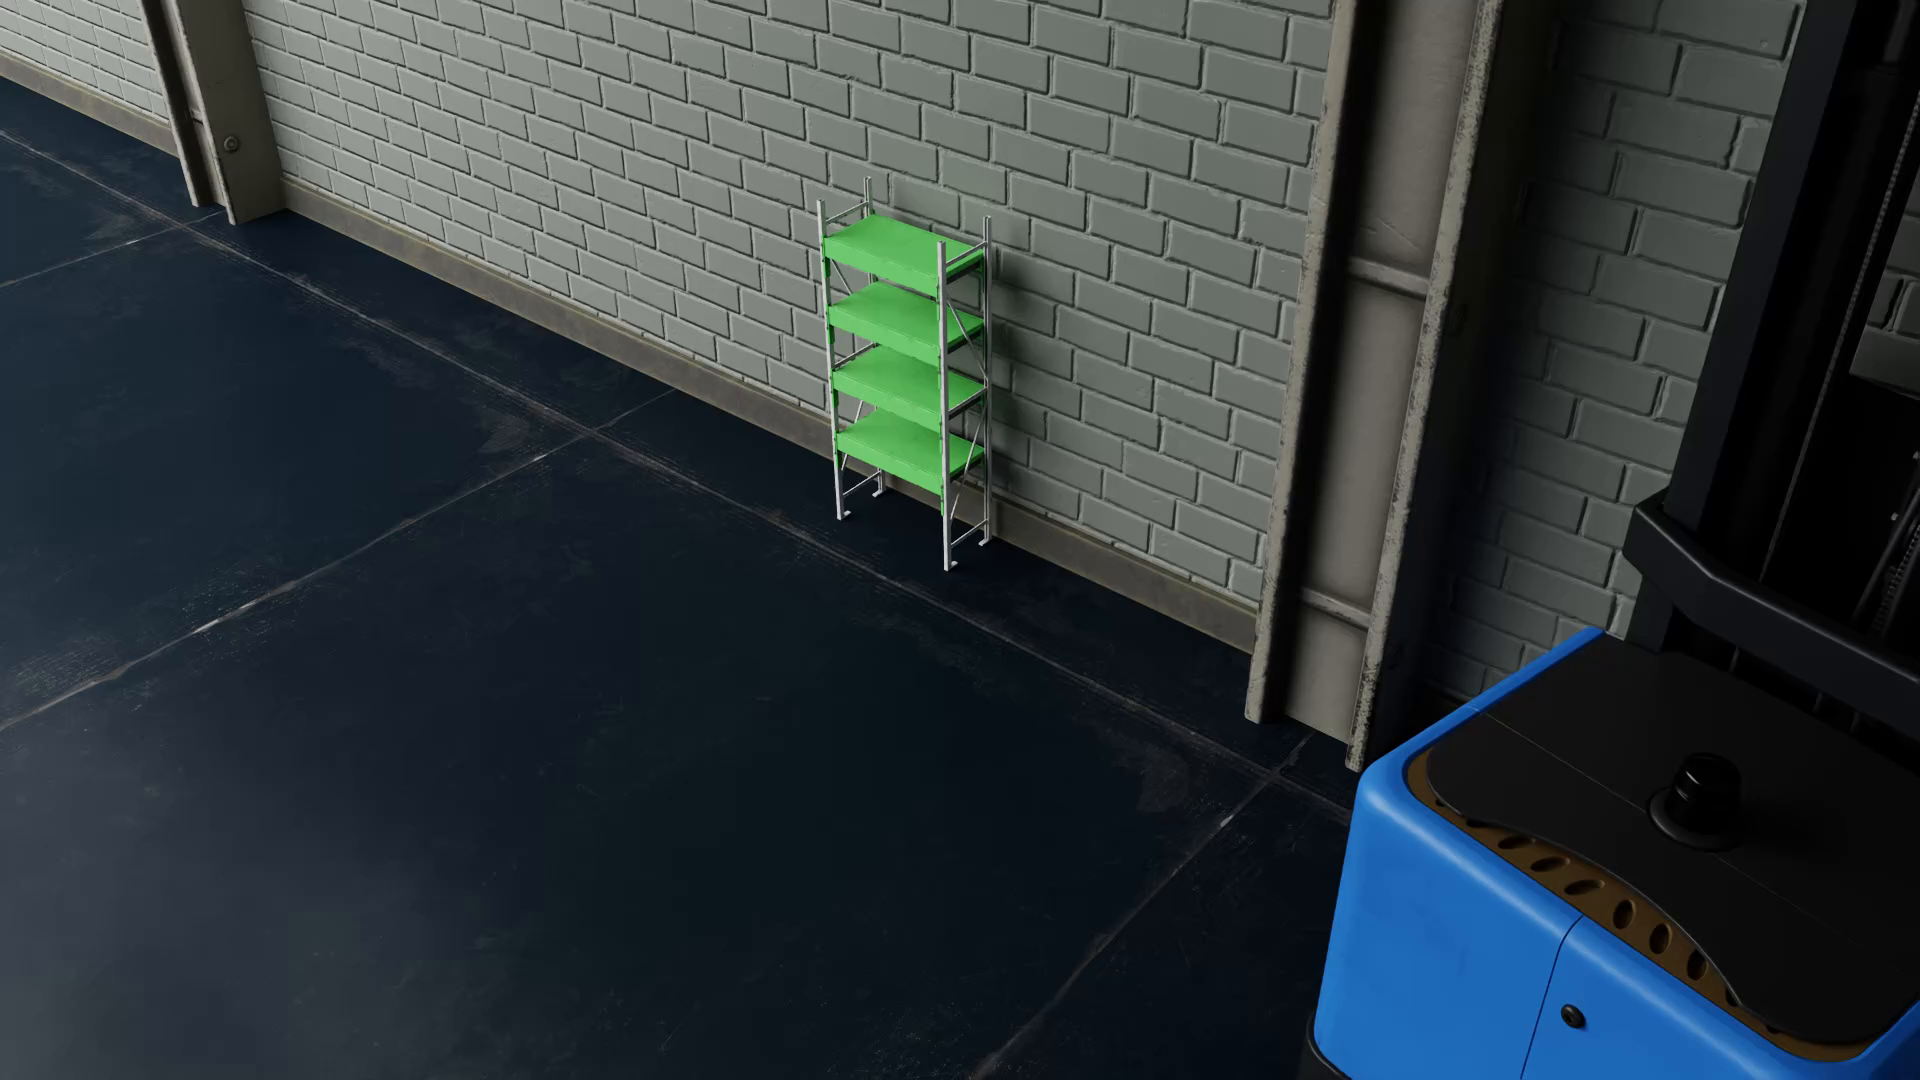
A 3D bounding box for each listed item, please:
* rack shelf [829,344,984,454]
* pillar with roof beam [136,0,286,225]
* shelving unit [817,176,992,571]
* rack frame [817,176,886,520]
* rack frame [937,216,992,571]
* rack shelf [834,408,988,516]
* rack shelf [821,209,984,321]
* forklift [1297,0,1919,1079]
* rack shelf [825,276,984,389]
[{"bbox_3d":[-0.167,-0.476,5.492,0.480,0.148,0.258,25,43,31],"label":"rack shelf"},{"bbox_3d":[-6.266,-3.476,2.863,0.400,9.000,9.100,25,42,32],"label":"pillar with roof beam"},{"bbox_3d":[-0.167,-0.529,5.455,0.503,1.200,0.258,25,43,31],"label":"shelving unit"},{"bbox_3d":[-0.356,-0.616,5.583,0.015,1.200,0.240,25,43,31],"label":"rack frame"},{"bbox_3d":[0.022,-0.441,5.328,0.015,1.200,0.240,25,43,31],"label":"rack frame"},{"bbox_3d":[-0.164,-0.281,5.631,0.480,0.148,0.258,25,43,31],"label":"rack shelf"},{"bbox_3d":[-0.172,-0.868,5.215,0.480,0.148,0.258,25,43,31],"label":"rack shelf"},{"bbox_3d":[2.228,-0.175,3.415,3.031,2.935,1.130,-24,41,-31],"label":"forklift"},{"bbox_3d":[-0.169,-0.672,5.354,0.480,0.148,0.258,25,43,31],"label":"rack shelf"}]
